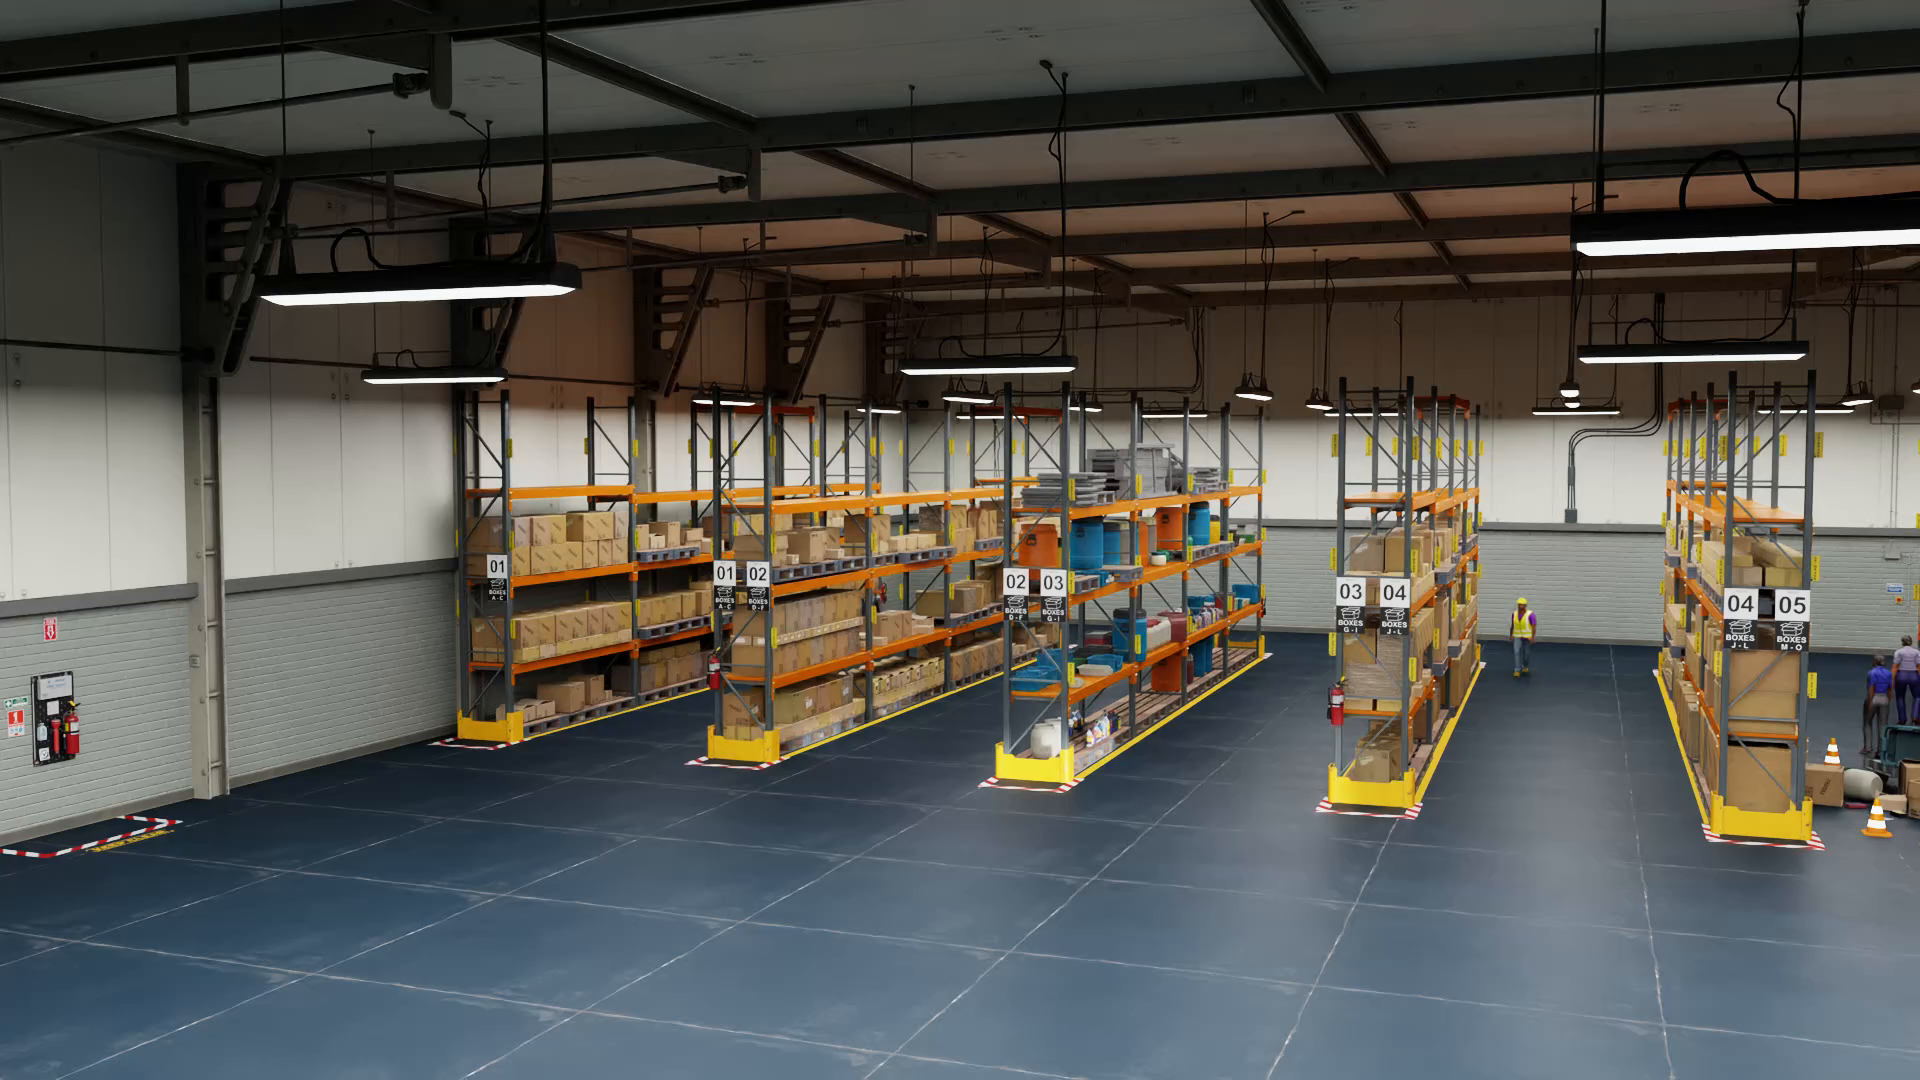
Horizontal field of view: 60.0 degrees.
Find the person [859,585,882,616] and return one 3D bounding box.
[{"bbox_3d":[-2.158,1.791,39.331,0.544,1.562,1.082,1,3,17],"label":"person"}]

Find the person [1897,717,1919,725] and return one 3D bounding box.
[{"bbox_3d":[17.154,3.206,29.982,0.400,0.306,0.525,1,3,21],"label":"person"}]

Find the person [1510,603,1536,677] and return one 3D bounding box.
[{"bbox_3d":[12.333,2.146,36.427,0.557,1.670,1.085,1,3,21],"label":"person"}]

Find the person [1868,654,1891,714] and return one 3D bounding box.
[{"bbox_3d":[14.988,2.359,27.094,0.404,0.995,0.390,1,3,15],"label":"person"}]
